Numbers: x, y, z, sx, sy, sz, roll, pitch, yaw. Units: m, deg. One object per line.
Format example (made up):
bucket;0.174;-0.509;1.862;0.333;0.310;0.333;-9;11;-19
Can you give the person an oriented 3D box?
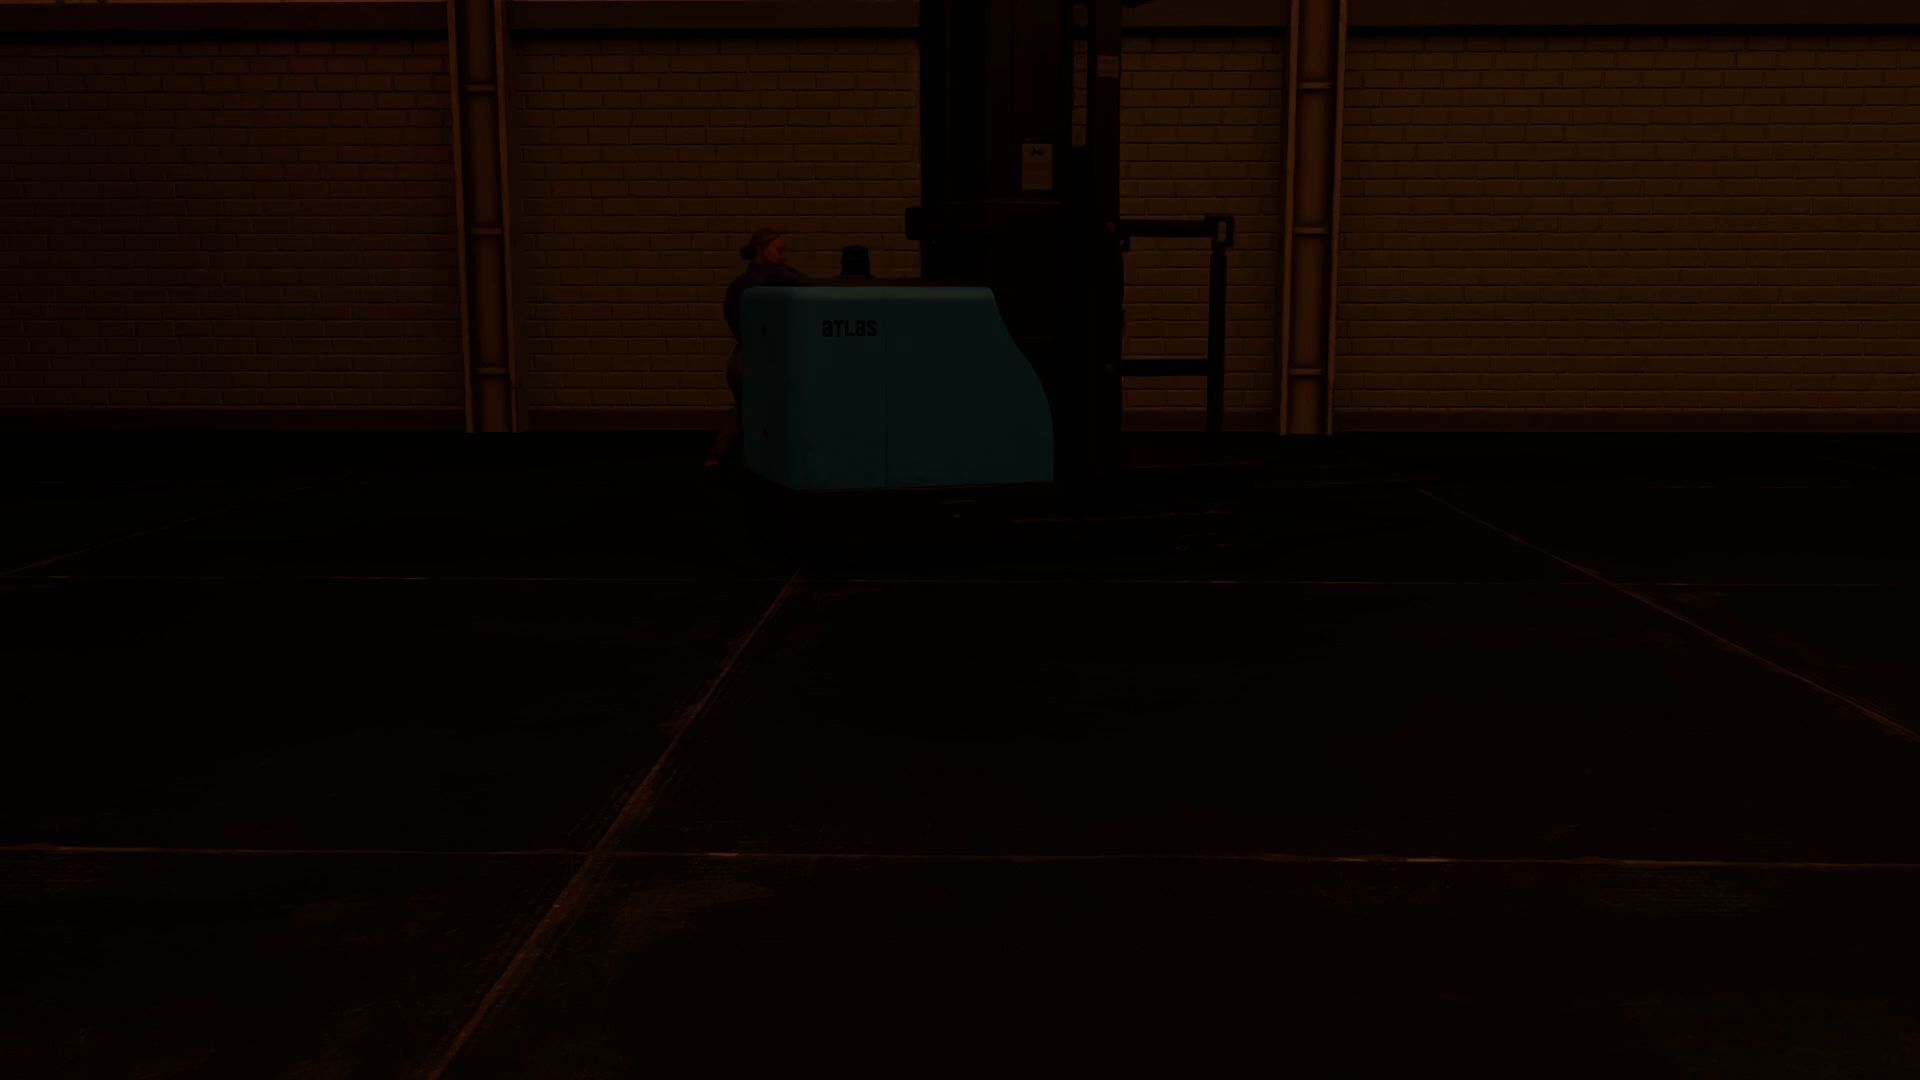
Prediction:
person;-0.975;-0.970;8.995;0.728;1.414;0.835;3;9;22

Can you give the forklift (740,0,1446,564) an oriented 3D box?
forklift;0.631;-1.470;7.042;3.031;2.935;1.130;-3;9;-19
